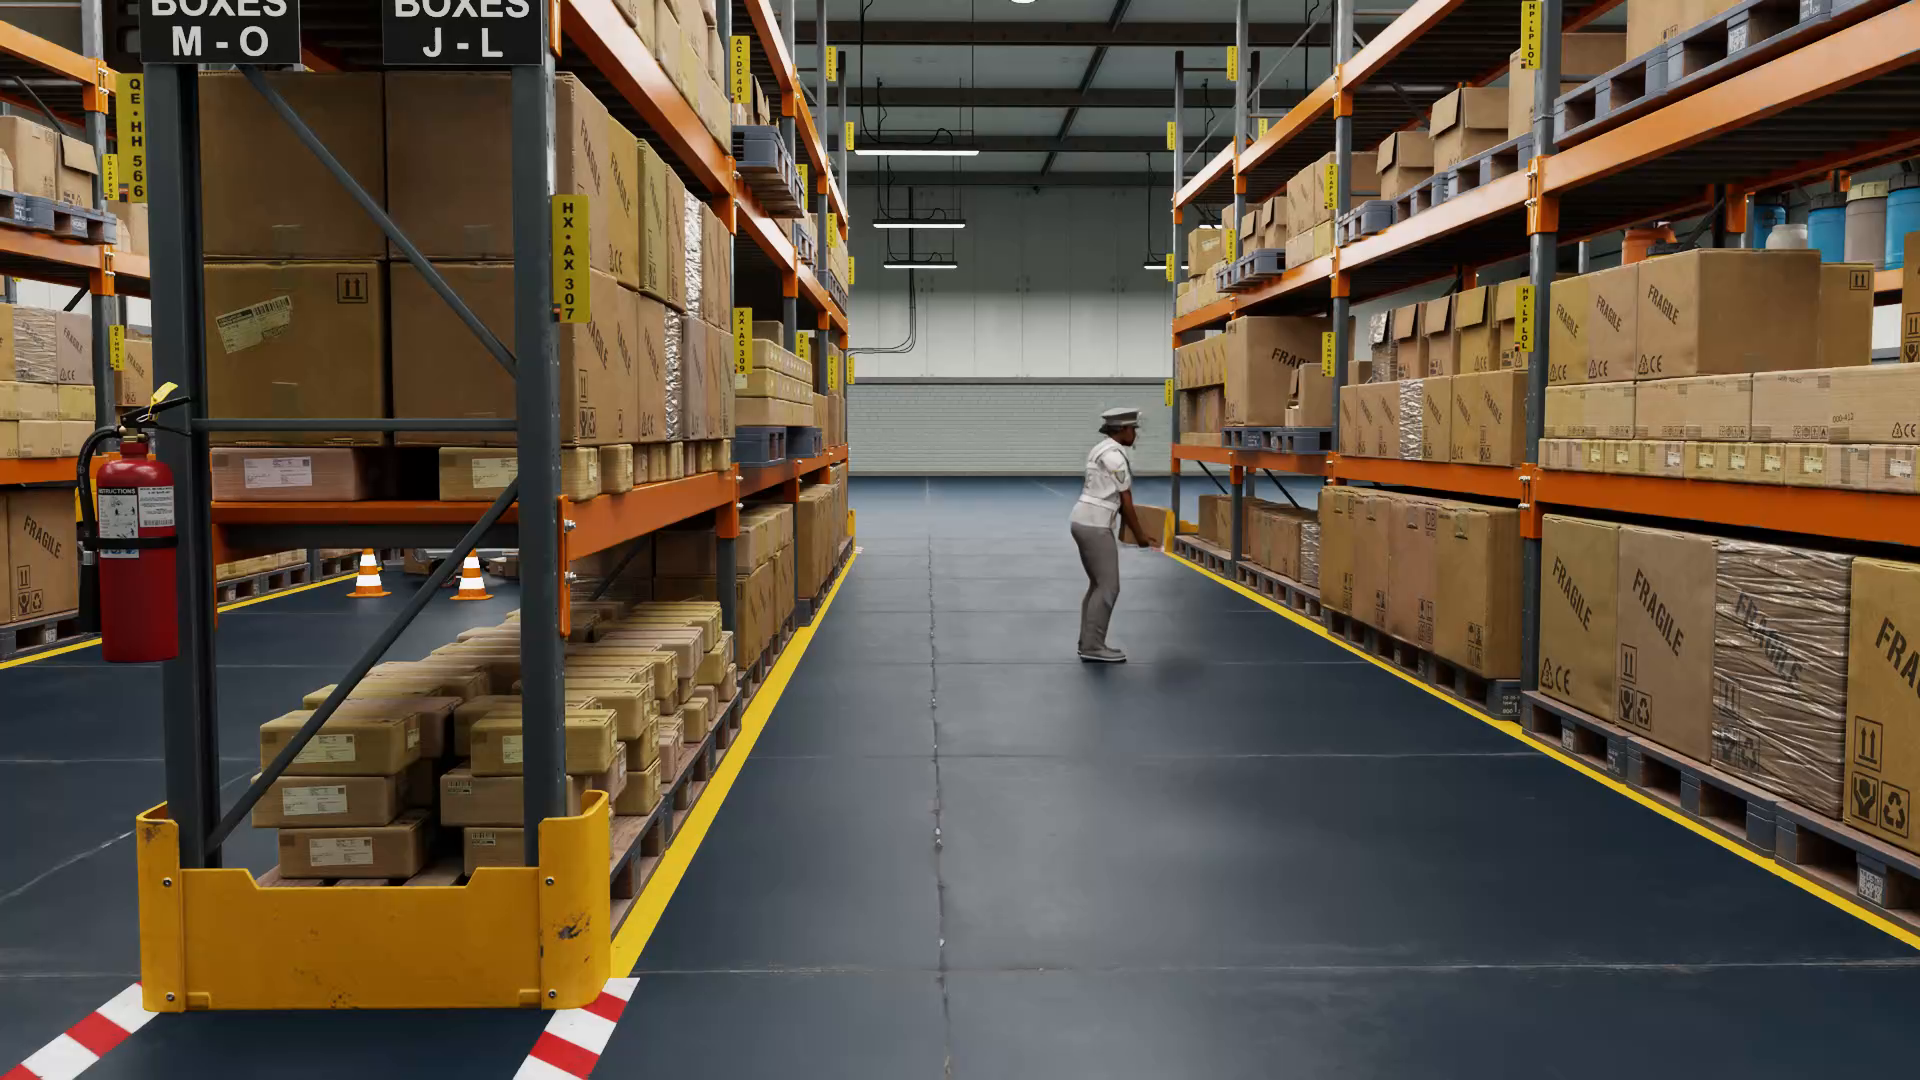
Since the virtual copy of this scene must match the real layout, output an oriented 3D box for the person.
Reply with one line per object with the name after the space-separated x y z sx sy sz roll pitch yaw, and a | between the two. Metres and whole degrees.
0.987 -0.041 10.816 0.552 1.645 0.415 0 4 -2 | person
